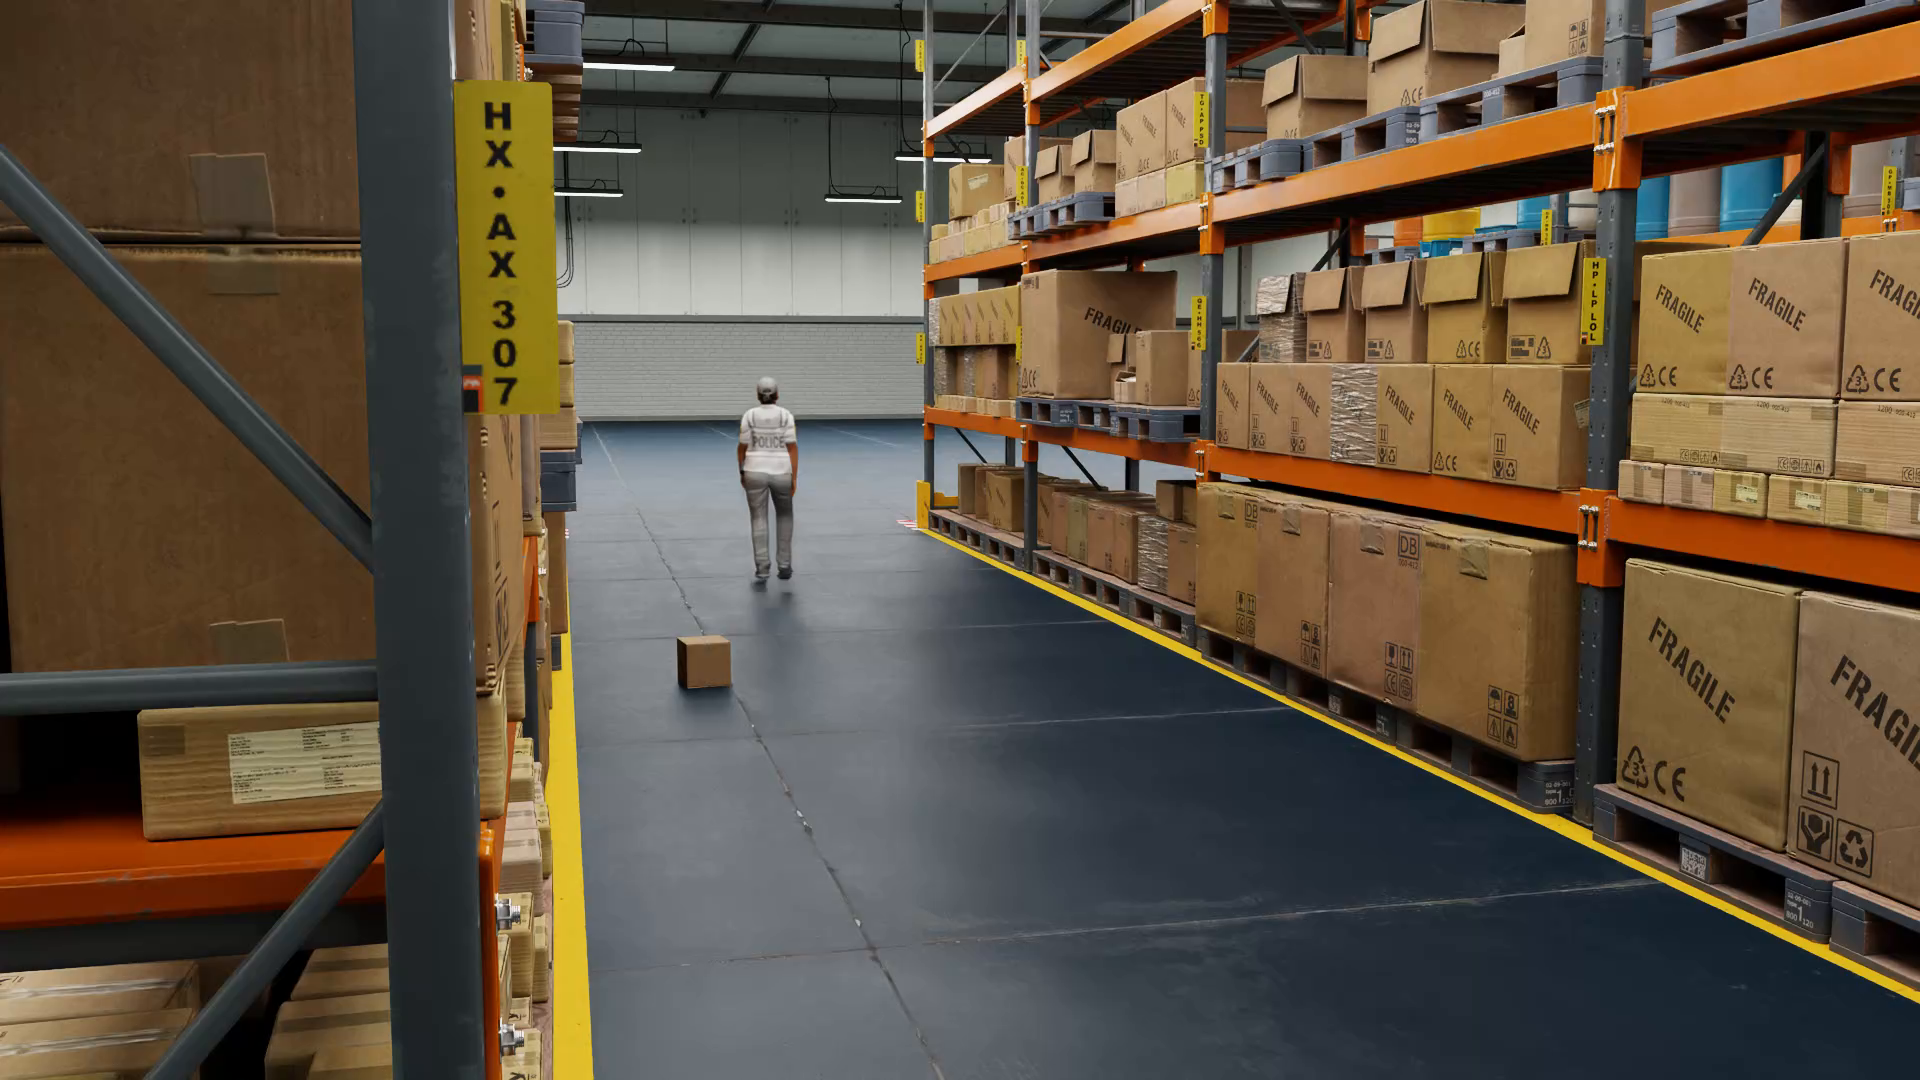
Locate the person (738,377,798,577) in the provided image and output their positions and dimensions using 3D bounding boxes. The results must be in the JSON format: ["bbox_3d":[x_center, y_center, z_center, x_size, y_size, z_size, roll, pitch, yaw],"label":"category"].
[{"bbox_3d":[-1.602,-0.502,13.830,0.488,1.694,0.732,-1,6,-9],"label":"person"}]
